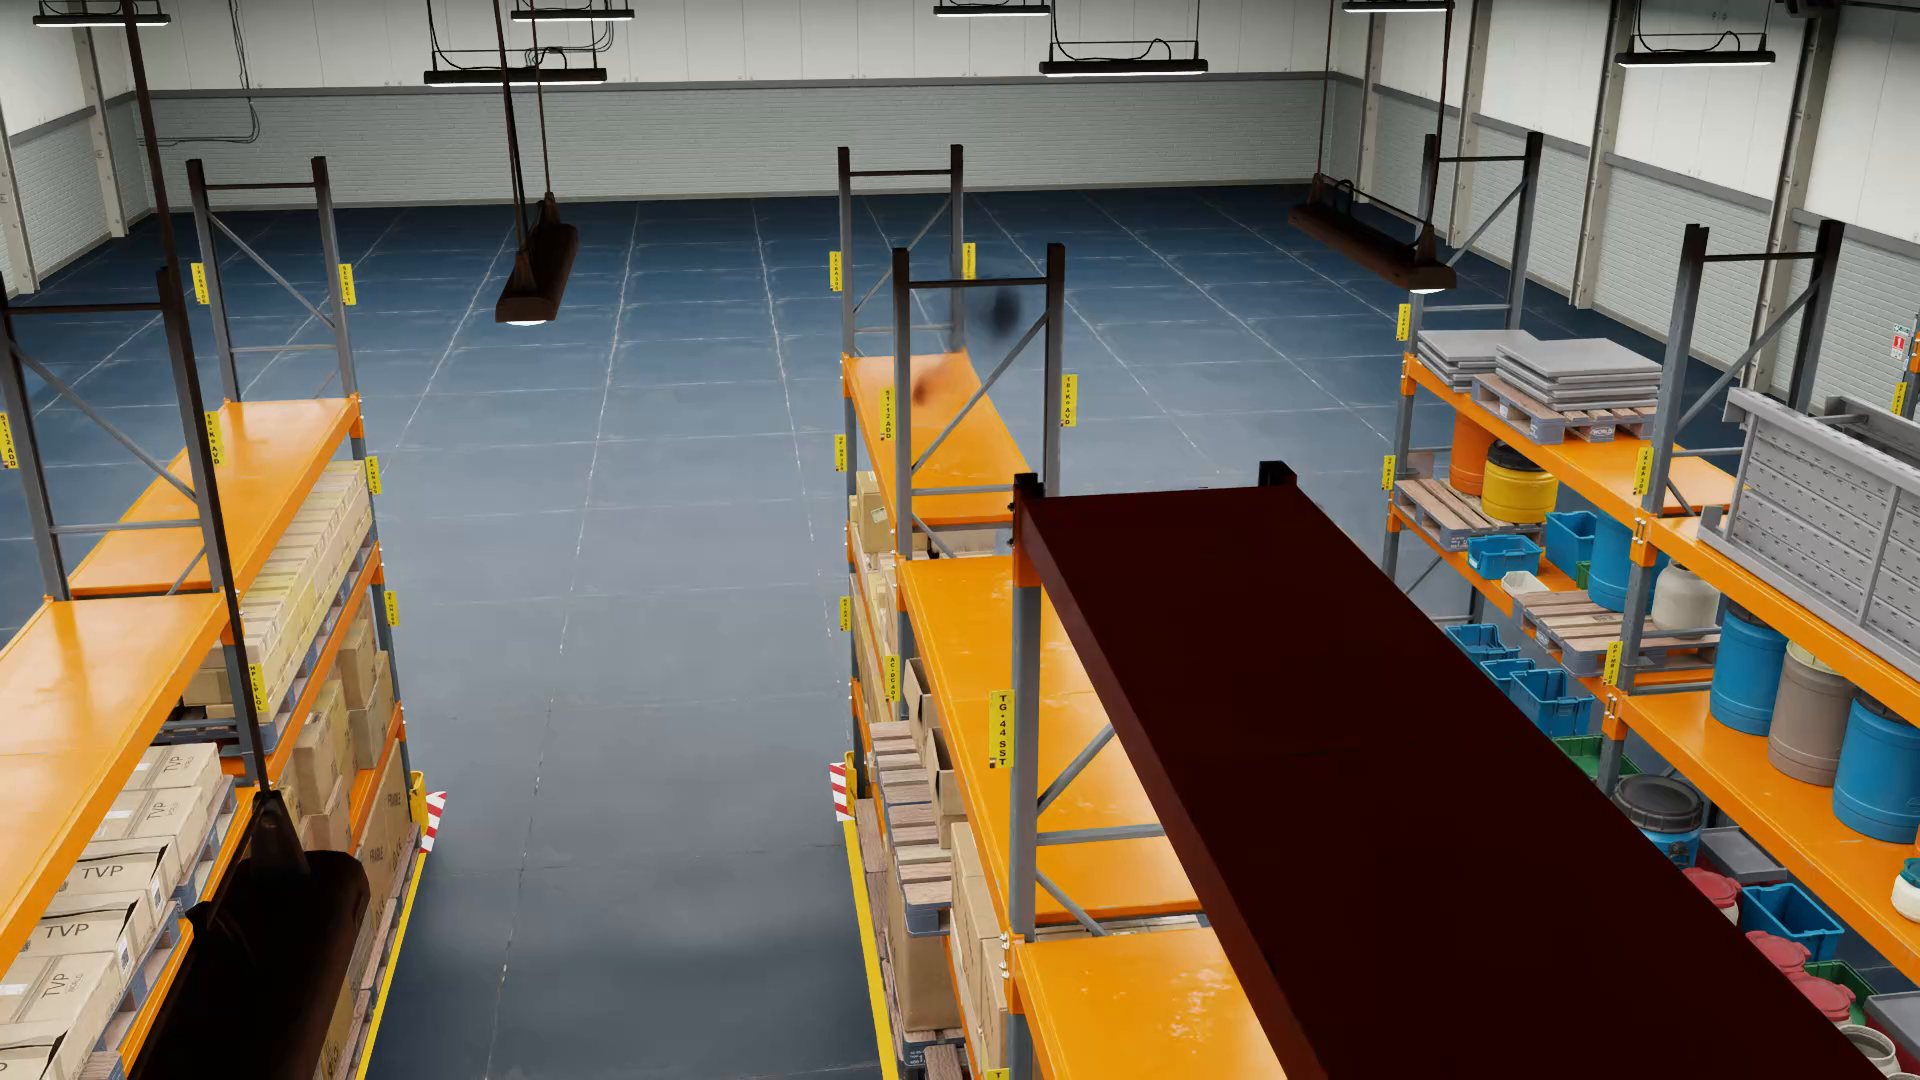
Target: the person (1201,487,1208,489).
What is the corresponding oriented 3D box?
[{"bbox_3d":[2.701,0.199,18.892,0.643,1.625,0.572,8,23,19],"label":"person"}]
